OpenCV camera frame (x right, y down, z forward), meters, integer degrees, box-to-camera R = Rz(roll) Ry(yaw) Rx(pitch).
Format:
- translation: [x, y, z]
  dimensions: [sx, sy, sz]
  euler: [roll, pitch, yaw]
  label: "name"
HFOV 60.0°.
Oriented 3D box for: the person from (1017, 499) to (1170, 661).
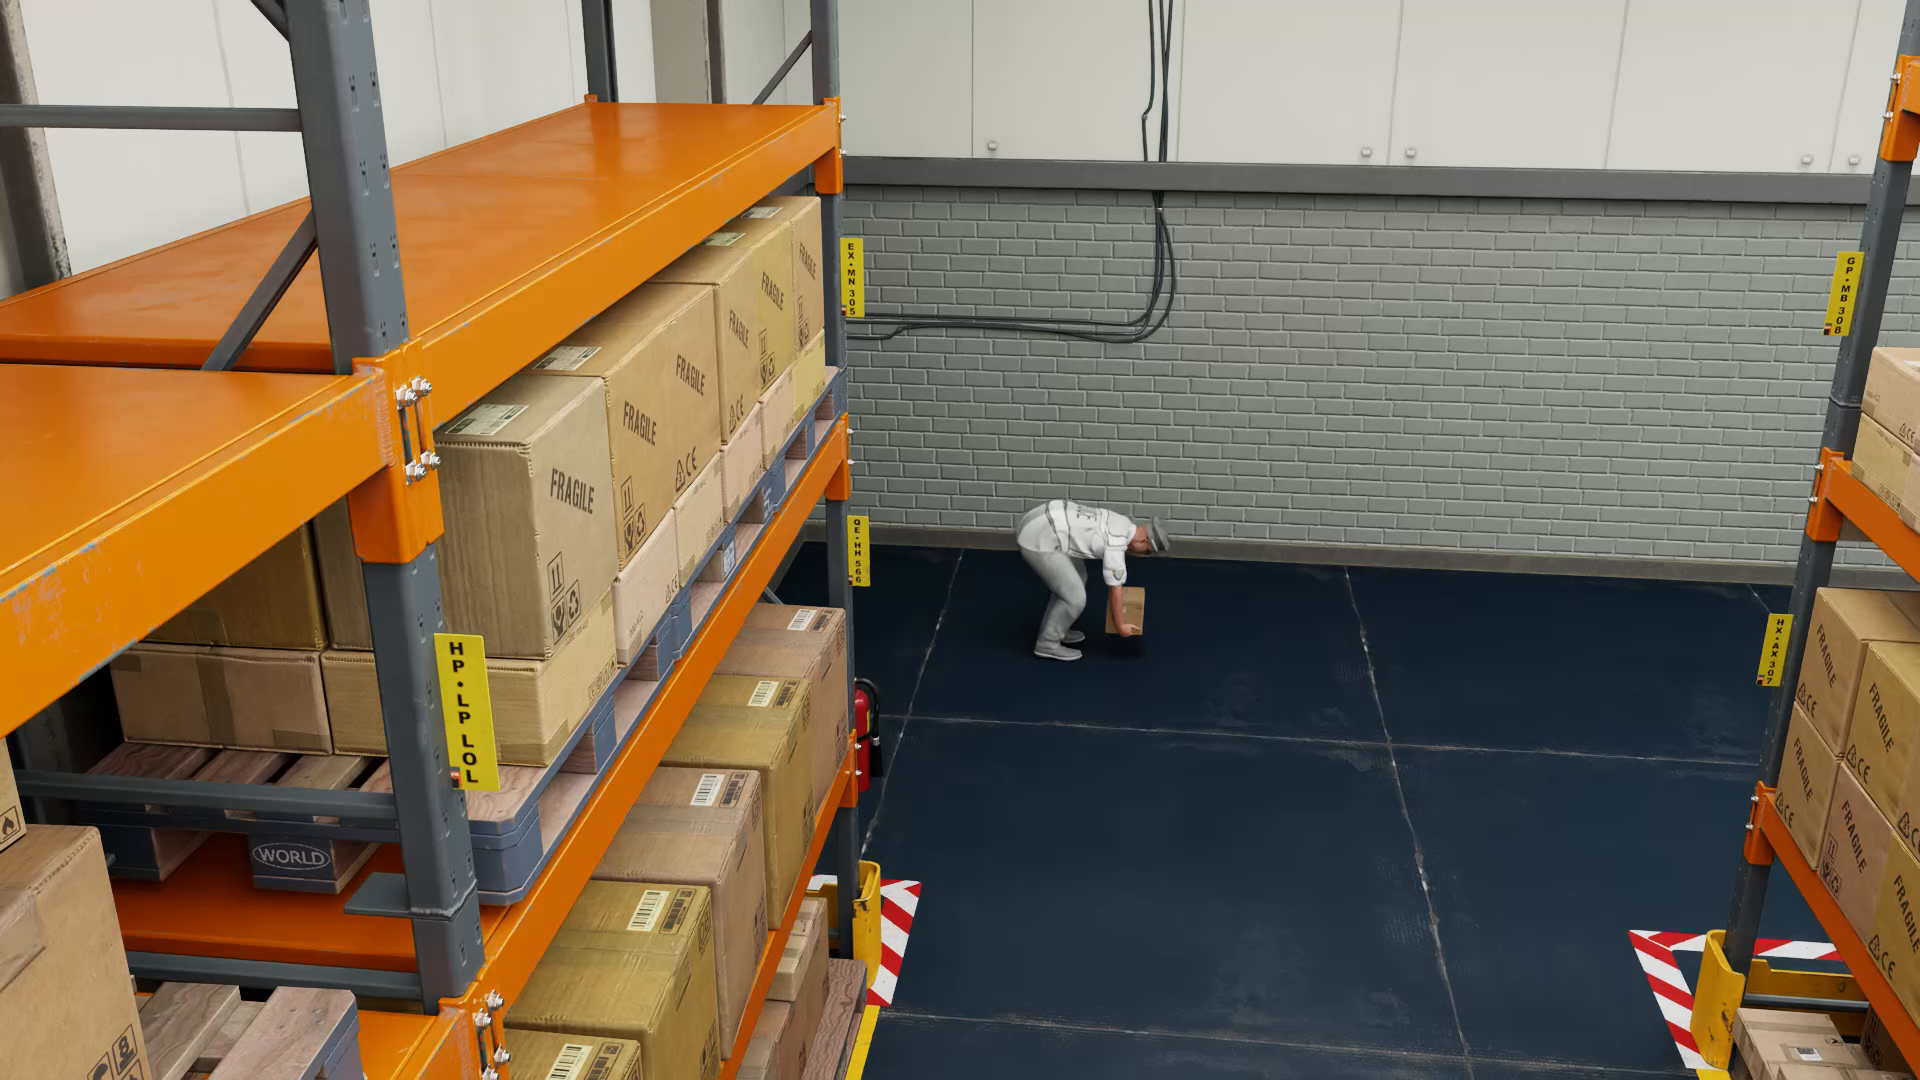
- translation: [0.902, 0.264, 11.342]
  dimensions: [1.042, 1.069, 0.517]
  euler: [2, 21, 4]
  label: "person"
